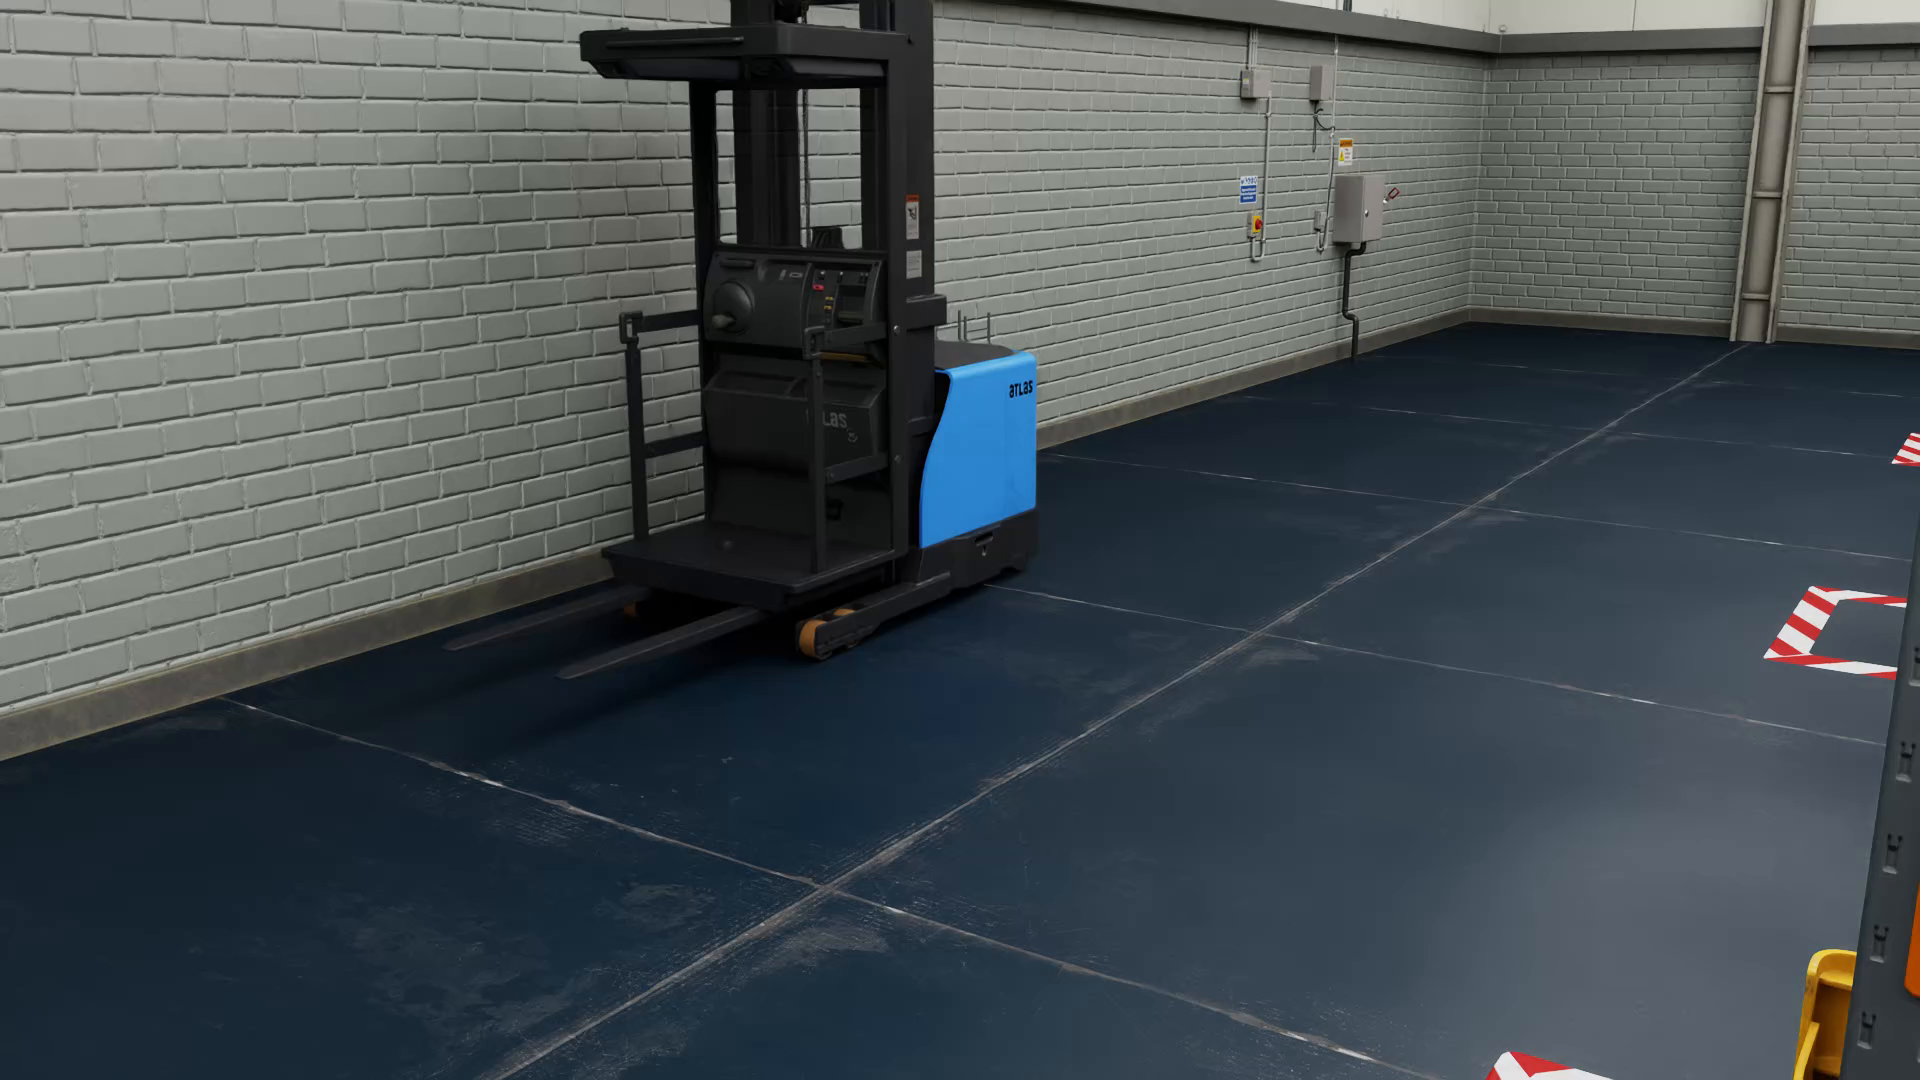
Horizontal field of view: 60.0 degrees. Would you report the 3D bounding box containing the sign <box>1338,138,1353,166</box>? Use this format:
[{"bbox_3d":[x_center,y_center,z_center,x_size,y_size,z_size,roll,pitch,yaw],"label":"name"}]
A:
[{"bbox_3d":[3.523,-3.546,15.187,0.001,0.242,0.339,9,17,33],"label":"sign"}]

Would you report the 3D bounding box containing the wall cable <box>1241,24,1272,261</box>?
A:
[{"bbox_3d":[2.432,-3.238,13.480,0.123,1.953,0.585,9,17,33],"label":"wall cable"}]

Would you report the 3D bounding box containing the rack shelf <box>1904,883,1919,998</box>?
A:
[{"bbox_3d":[3.253,0.616,1.591,4.000,0.370,1.077,9,17,33],"label":"rack shelf"}]

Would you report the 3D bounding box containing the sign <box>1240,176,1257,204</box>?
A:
[{"bbox_3d":[2.355,-2.859,13.568,0.001,0.218,0.327,9,17,33],"label":"sign"}]

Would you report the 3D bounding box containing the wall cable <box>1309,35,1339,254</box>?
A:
[{"bbox_3d":[3.214,-3.507,14.633,0.122,1.984,0.588,9,17,33],"label":"wall cable"}]

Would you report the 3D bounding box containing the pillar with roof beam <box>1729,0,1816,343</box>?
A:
[{"bbox_3d":[5.755,-5.563,12.568,0.400,9.000,9.100,9,17,33],"label":"pillar with roof beam"}]

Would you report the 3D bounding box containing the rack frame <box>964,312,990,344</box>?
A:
[{"bbox_3d":[0.088,-0.568,8.622,0.006,1.200,0.240,9,17,33],"label":"rack frame"}]

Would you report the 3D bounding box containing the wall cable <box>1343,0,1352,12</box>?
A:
[{"bbox_3d":[4.255,-6.315,15.527,0.133,3.039,2.988,9,17,33],"label":"wall cable"}]

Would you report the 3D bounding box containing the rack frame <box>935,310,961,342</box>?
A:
[{"bbox_3d":[-0.064,-0.593,8.721,0.006,1.200,0.240,9,17,33],"label":"rack frame"}]

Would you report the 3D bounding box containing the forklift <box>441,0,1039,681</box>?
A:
[{"bbox_3d":[-0.844,-1.060,7.005,1.130,2.935,3.031,9,17,32],"label":"forklift"}]

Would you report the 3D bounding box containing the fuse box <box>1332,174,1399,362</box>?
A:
[{"bbox_3d":[3.726,-2.503,15.374,0.414,1.711,0.539,9,17,33],"label":"fuse box"}]

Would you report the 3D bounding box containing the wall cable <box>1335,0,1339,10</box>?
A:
[{"bbox_3d":[2.669,-5.746,13.308,0.029,3.000,2.355,9,17,33],"label":"wall cable"}]

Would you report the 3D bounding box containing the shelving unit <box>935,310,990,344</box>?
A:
[{"bbox_3d":[0.012,-0.580,8.671,0.189,1.200,0.258,9,17,33],"label":"shelving unit"}]

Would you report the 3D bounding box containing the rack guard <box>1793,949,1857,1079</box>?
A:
[{"bbox_3d":[1.574,1.208,2.901,0.348,0.500,1.175,9,17,33],"label":"rack guard"}]
